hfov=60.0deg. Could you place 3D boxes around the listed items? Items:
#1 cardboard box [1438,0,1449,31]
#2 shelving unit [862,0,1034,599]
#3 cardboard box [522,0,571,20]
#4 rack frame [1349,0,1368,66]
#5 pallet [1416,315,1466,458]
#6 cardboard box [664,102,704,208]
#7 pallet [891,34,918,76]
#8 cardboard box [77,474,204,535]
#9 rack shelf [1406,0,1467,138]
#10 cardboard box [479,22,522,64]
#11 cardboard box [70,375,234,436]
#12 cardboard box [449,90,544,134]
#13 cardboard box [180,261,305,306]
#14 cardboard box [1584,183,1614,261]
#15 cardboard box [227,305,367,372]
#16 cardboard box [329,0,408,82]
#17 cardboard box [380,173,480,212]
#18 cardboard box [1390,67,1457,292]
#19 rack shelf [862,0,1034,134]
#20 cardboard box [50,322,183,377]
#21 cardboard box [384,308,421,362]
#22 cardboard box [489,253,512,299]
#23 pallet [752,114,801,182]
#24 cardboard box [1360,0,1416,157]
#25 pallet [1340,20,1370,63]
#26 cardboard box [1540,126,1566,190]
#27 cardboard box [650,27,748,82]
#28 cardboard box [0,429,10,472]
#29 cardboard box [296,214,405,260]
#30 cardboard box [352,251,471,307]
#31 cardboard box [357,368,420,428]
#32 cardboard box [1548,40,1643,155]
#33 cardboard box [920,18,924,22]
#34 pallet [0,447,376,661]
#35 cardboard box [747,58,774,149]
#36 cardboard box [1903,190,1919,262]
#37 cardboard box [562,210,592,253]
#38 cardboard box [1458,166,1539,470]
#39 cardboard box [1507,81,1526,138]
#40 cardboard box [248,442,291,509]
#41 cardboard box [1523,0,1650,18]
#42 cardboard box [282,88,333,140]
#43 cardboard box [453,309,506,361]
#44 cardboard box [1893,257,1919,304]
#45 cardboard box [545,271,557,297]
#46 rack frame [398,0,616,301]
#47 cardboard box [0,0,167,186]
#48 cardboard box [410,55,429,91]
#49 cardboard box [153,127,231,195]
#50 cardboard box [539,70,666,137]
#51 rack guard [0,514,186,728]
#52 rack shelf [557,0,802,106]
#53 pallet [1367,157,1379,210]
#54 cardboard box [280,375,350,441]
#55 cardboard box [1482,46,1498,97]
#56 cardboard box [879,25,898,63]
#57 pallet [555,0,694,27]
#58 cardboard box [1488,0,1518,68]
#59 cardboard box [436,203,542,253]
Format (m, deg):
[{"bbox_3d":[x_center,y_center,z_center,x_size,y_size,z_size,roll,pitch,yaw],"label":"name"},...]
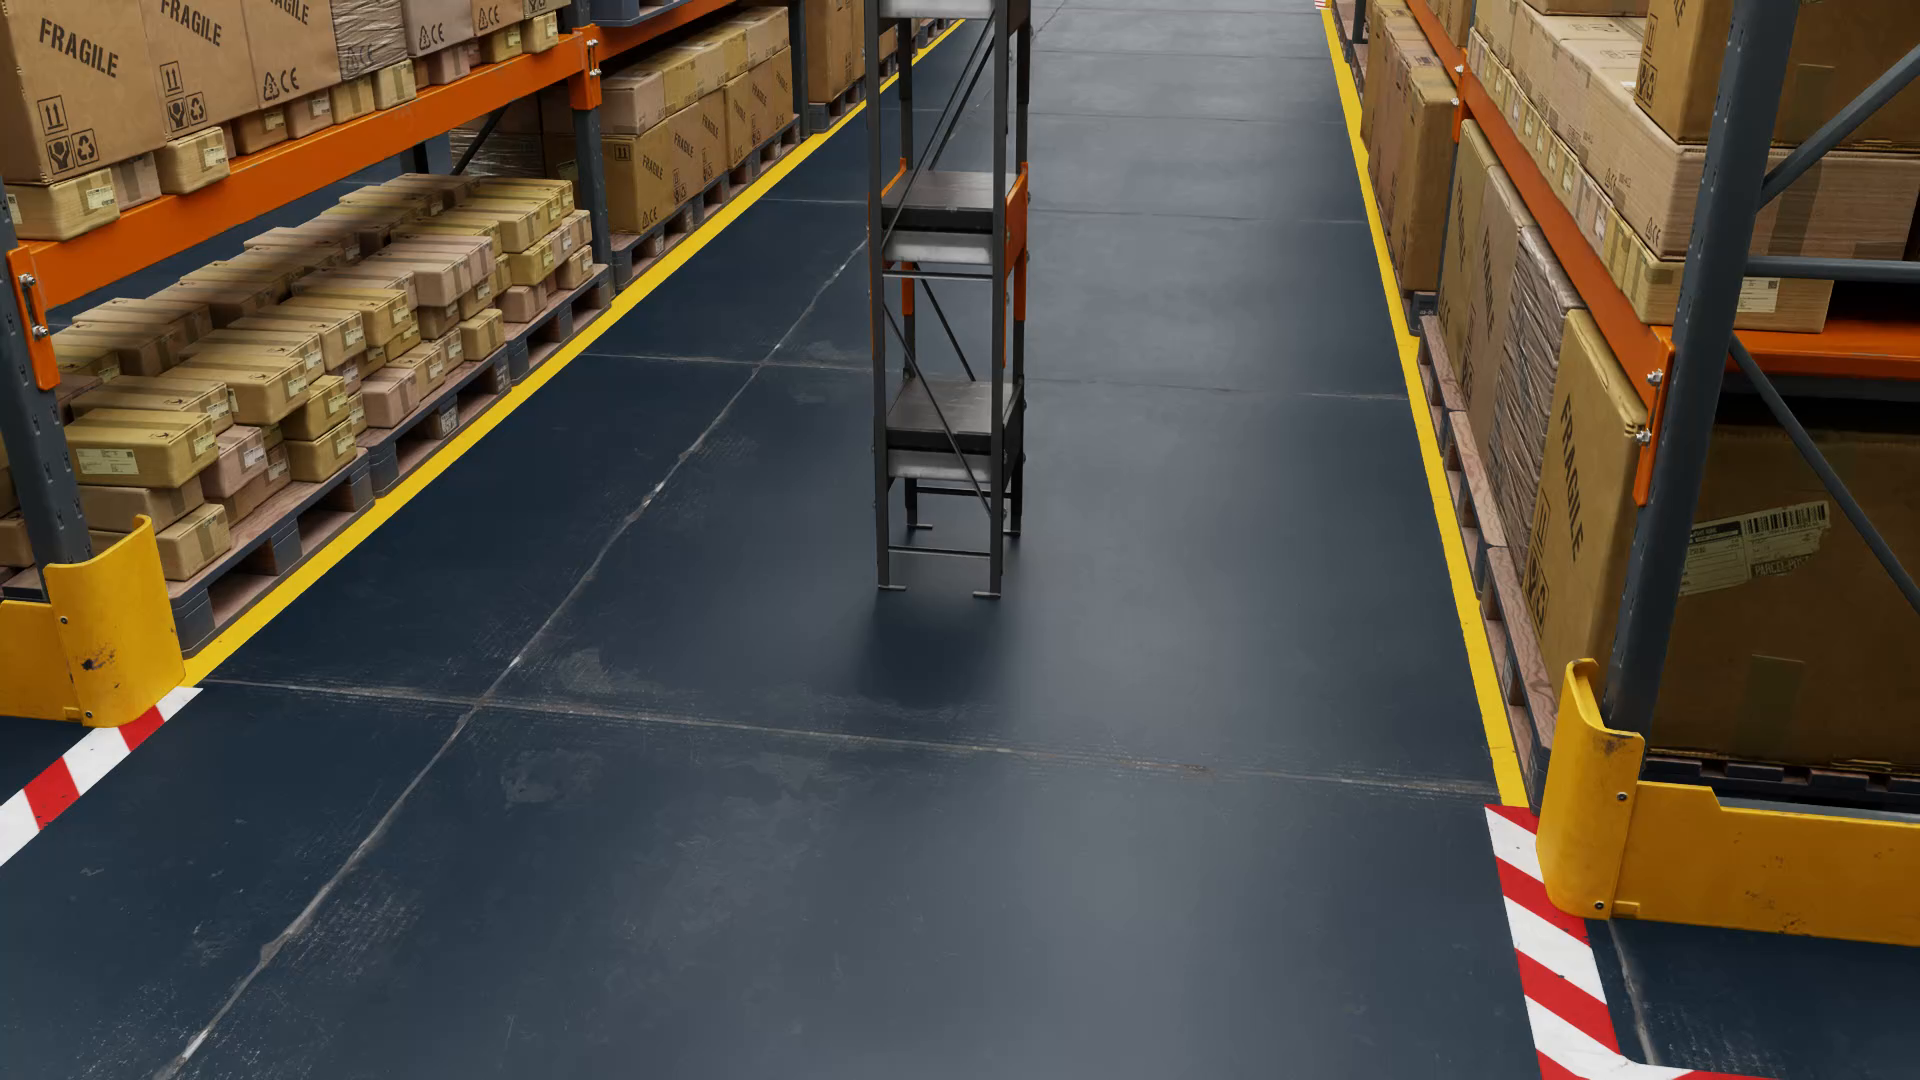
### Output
[{"bbox_3d":[2.541,-2.664,7.786,0.500,0.500,0.500,5,26,10],"label":"cardboard box"},{"bbox_3d":[-0.027,-0.882,5.157,0.431,2.100,0.503,4,25,9],"label":"shelving unit"},{"bbox_3d":[-2.031,-2.542,7.174,0.500,0.500,0.500,4,25,9],"label":"cardboard box"},{"bbox_3d":[3.954,-5.544,14.055,1.000,3.000,0.127,4,25,9],"label":"rack frame"},{"bbox_3d":[2.445,-0.622,6.831,1.003,0.211,1.213,4,25,9],"label":"pallet"},{"bbox_3d":[-1.763,-2.154,9.267,0.500,0.500,0.500,5,26,11],"label":"cardboard box"},{"bbox_3d":[-0.975,-4.339,14.770,1.003,0.211,1.213,4,25,9],"label":"pallet"},{"bbox_3d":[-2.545,-0.146,5.040,0.380,0.149,0.250,5,26,11],"label":"cardboard box"},{"bbox_3d":[2.973,-2.709,8.847,1.077,0.370,4.000,4,25,9],"label":"rack shelf"},{"bbox_3d":[-2.083,-2.111,7.019,0.380,0.149,0.250,5,26,11],"label":"cardboard box"},{"bbox_3d":[-2.537,-0.399,5.229,0.380,0.149,0.250,4,25,9],"label":"cardboard box"},{"bbox_3d":[-2.358,-2.311,8.717,0.500,0.250,0.500,3,25,7],"label":"cardboard box"},{"bbox_3d":[-2.772,-0.971,6.451,0.380,0.149,0.250,4,25,9],"label":"cardboard box"},{"bbox_3d":[1.809,-0.797,4.211,0.380,0.149,0.250,4,25,9],"label":"cardboard box"},{"bbox_3d":[-2.356,-0.720,5.915,0.380,0.149,0.250,5,26,11],"label":"cardboard box"},{"bbox_3d":[-2.306,-1.903,5.808,0.500,0.500,0.500,3,25,7],"label":"cardboard box"},{"bbox_3d":[-2.491,-1.623,7.844,0.380,0.149,0.250,5,26,11],"label":"cardboard box"},{"bbox_3d":[2.731,-1.695,7.844,1.225,0.875,0.875,4,25,9],"label":"cardboard box"},{"bbox_3d":[-0.027,-1.503,4.866,0.431,0.518,0.480,4,25,9],"label":"rack shelf"},{"bbox_3d":[-2.928,-0.640,5.746,0.380,0.149,0.250,3,25,6],"label":"cardboard box"},{"bbox_3d":[-2.336,-0.811,6.461,0.380,0.149,0.250,5,26,11],"label":"cardboard box"},{"bbox_3d":[-2.164,-1.138,7.160,0.380,0.149,0.250,4,25,9],"label":"cardboard box"},{"bbox_3d":[-1.706,-2.667,11.199,1.003,0.211,1.213,4,25,9],"label":"pallet"},{"bbox_3d":[3.167,-2.812,10.229,1.225,0.875,0.875,3,25,6],"label":"cardboard box"},{"bbox_3d":[4.029,-4.564,15.252,1.003,0.211,1.213,4,25,9],"label":"pallet"},{"bbox_3d":[1.933,-1.119,4.898,0.380,0.149,0.250,4,25,9],"label":"cardboard box"},{"bbox_3d":[-1.600,-2.927,10.033,0.500,0.250,0.500,5,25,10],"label":"cardboard box"},{"bbox_3d":[-3.047,-0.318,5.057,0.380,0.149,0.250,4,25,9],"label":"cardboard box"},{"bbox_3d":[-2.607,-1.292,7.137,0.380,0.149,0.250,3,25,7],"label":"cardboard box"},{"bbox_3d":[-2.172,-1.035,6.588,0.380,0.149,0.250,3,25,7],"label":"cardboard box"},{"bbox_3d":[-2.263,-0.537,6.227,0.380,0.149,0.250,3,25,6],"label":"cardboard box"},{"bbox_3d":[1.977,-1.238,4.682,0.500,0.250,0.500,3,25,7],"label":"cardboard box"},{"bbox_3d":[-0.751,-5.416,15.793,0.875,0.875,0.875,4,25,9],"label":"cardboard box"},{"bbox_3d":[-2.704,-0.017,5.537,1.003,0.211,1.213,4,25,9],"label":"pallet"},{"bbox_3d":[-1.515,-2.805,10.657,0.500,0.500,0.500,5,26,11],"label":"cardboard box"},{"bbox_3d":[2.338,-0.774,3.691,0.500,0.250,0.500,3,25,7],"label":"cardboard box"},{"bbox_3d":[-1.968,-1.464,7.856,0.380,0.149,0.250,5,25,10],"label":"cardboard box"},{"bbox_3d":[2.313,-0.779,5.887,0.875,0.875,0.875,4,25,9],"label":"cardboard box"},{"bbox_3d":[2.059,-1.441,5.587,0.380,0.149,0.250,4,25,9],"label":"cardboard box"},{"bbox_3d":[-2.487,-0.226,5.563,0.380,0.149,0.250,4,25,9],"label":"cardboard box"},{"bbox_3d":[2.148,-1.998,5.423,0.500,0.500,0.500,3,25,7],"label":"cardboard box"},{"bbox_3d":[-2.366,-1.459,5.625,0.380,0.149,0.250,4,25,7],"label":"cardboard box"},{"bbox_3d":[-2.127,-0.862,6.922,0.380,0.149,0.250,4,25,8],"label":"cardboard box"},{"bbox_3d":[2.417,-0.644,3.884,0.380,0.149,0.250,4,25,8],"label":"cardboard box"},{"bbox_3d":[-2.083,-1.192,7.627,0.380,0.149,0.250,5,25,10],"label":"cardboard box"},{"bbox_3d":[-2.230,-2.584,7.732,1.000,3.000,0.127,4,25,9],"label":"rack frame"},{"bbox_3d":[-2.538,-1.260,4.434,0.500,0.500,0.500,5,26,11],"label":"cardboard box"},{"bbox_3d":[-2.259,-1.787,6.326,0.380,0.149,0.250,4,25,8],"label":"cardboard box"},{"bbox_3d":[-2.410,-1.128,4.918,0.380,0.149,0.250,3,25,7],"label":"cardboard box"},{"bbox_3d":[-1.849,-2.272,8.635,0.500,0.250,0.500,3,25,6],"label":"cardboard box"},{"bbox_3d":[-2.871,0.189,4.756,1.175,0.500,0.348,4,25,9],"label":"rack guard"},{"bbox_3d":[-1.903,-3.094,9.671,1.077,0.370,4.000,4,25,9],"label":"rack shelf"},{"bbox_3d":[3.097,-2.283,10.379,1.003,0.211,1.213,4,25,9],"label":"pallet"},{"bbox_3d":[-2.343,-0.465,5.721,0.380,0.149,0.250,5,26,10],"label":"cardboard box"},{"bbox_3d":[2.185,-1.763,6.275,0.380,0.149,0.250,5,26,10],"label":"cardboard box"},{"bbox_3d":[-1.097,-4.432,13.838,1.050,0.750,0.750,4,25,9],"label":"cardboard box"},{"bbox_3d":[-1.962,-2.807,8.434,1.003,0.211,1.213,4,25,9],"label":"pallet"},{"bbox_3d":[2.225,-1.879,6.051,0.500,0.250,0.500,4,25,8],"label":"cardboard box"},{"bbox_3d":[-2.068,-1.371,7.307,0.380,0.149,0.250,4,25,8],"label":"cardboard box"}]
